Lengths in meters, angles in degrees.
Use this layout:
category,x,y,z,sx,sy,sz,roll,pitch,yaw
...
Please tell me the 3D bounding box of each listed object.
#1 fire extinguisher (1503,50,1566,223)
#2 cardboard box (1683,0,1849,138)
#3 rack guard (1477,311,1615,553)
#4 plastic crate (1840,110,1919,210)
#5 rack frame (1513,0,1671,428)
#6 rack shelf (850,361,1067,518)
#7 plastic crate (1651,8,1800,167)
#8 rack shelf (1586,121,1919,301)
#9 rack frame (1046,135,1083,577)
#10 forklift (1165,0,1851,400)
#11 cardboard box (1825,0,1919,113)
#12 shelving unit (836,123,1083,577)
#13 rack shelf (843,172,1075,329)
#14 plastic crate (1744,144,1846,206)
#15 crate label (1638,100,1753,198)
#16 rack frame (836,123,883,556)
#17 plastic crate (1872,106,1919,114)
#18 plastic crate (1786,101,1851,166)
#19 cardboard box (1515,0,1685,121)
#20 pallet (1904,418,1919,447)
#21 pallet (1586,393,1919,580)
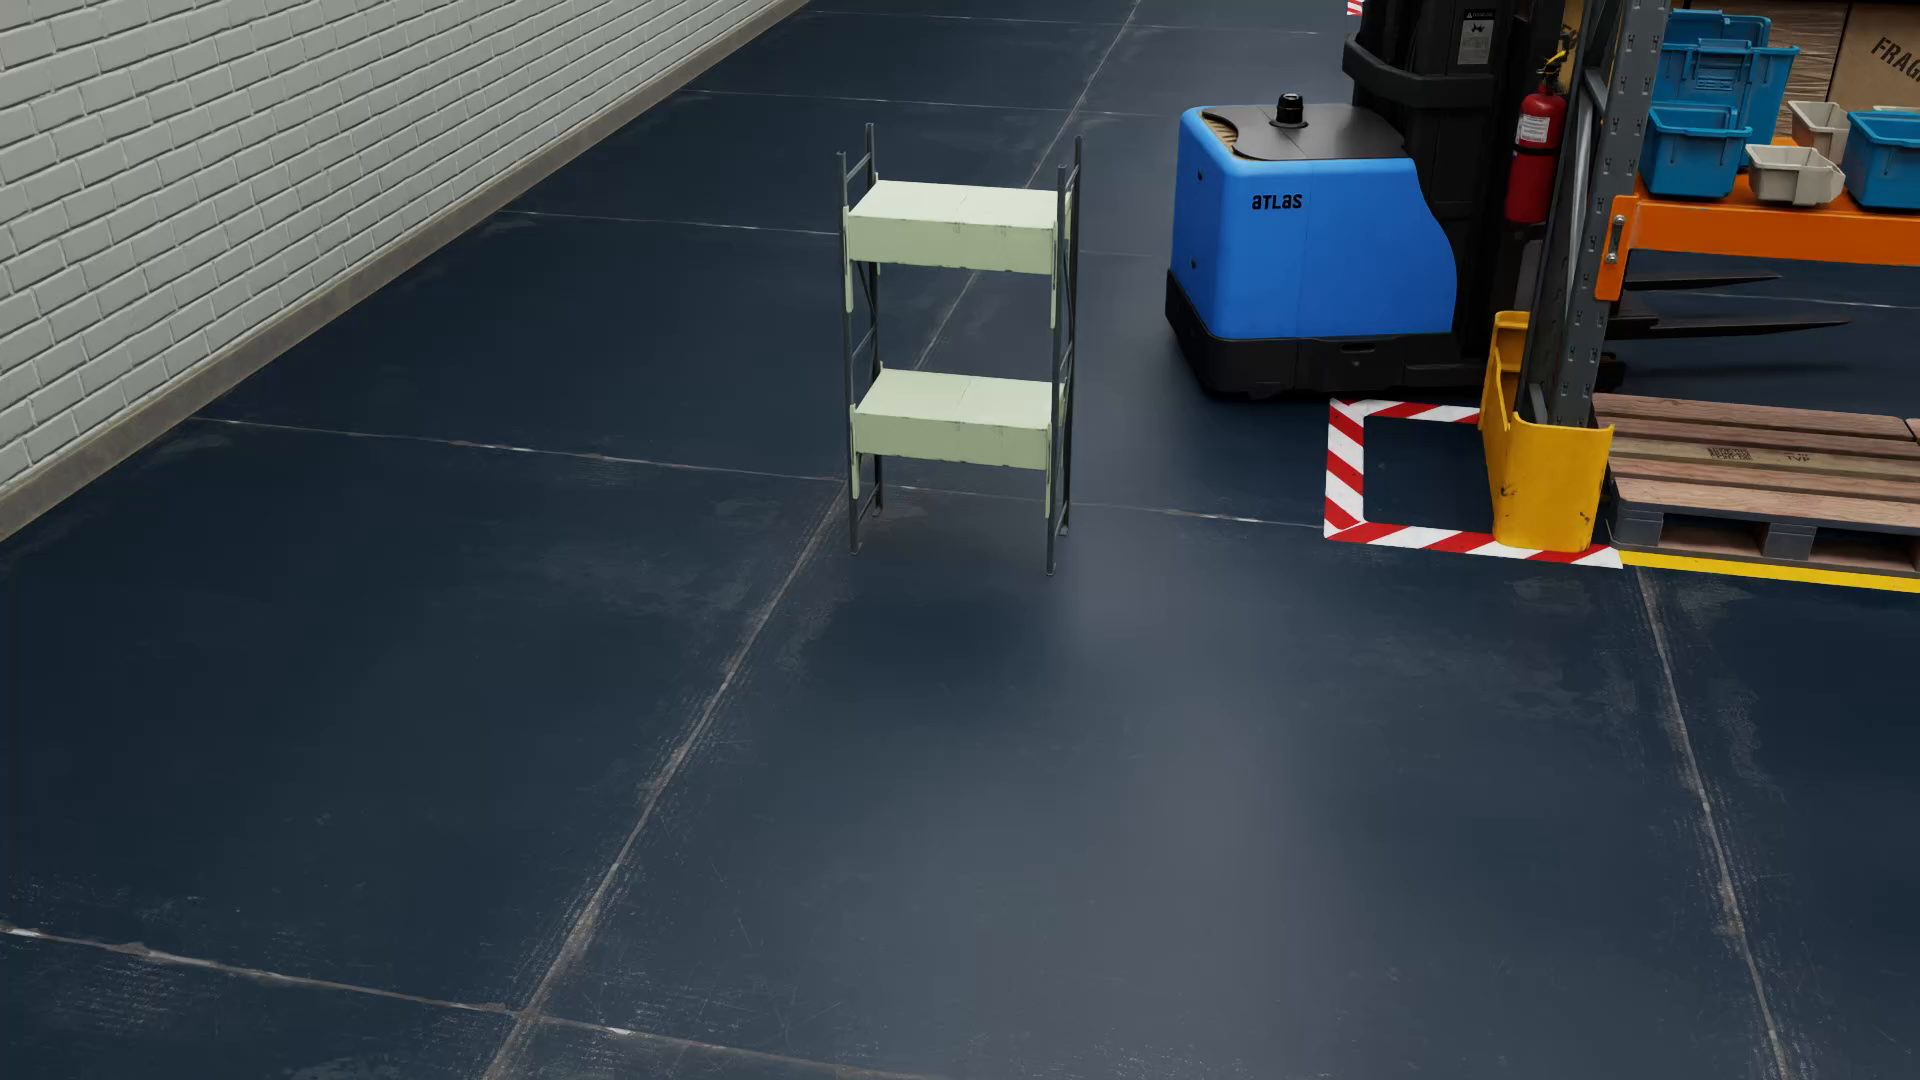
category,x,y,z,sx,sy,sz,roll,pitch,yaw
fire extinguisher,2.261,-1.587,6.493,0.183,0.674,0.296,6,29,11
cardboard box,4.881,-3.016,10.411,0.875,0.875,0.875,6,29,11
rack guard,2.288,-0.455,6.561,0.348,0.500,1.175,6,29,11
plastic crate,3.130,-1.263,5.545,0.300,0.233,0.416,6,29,11
rack frame,2.314,-1.556,5.968,0.127,3.000,1.000,6,29,11
rack shelf,0.007,-0.371,6.045,0.720,0.370,0.431,6,29,11
plastic crate,2.680,-1.652,6.044,0.499,0.435,0.616,6,29,11
rack shelf,4.270,-1.040,5.774,4.000,0.370,1.077,6,29,11
rack frame,0.364,-0.620,5.822,0.023,1.500,0.400,6,29,11
forklift,2.548,-2.184,7.187,3.031,2.935,1.130,-3,29,-5
cardboard box,5.751,-2.927,10.248,0.875,0.875,0.875,6,29,11
shelving unit,0.007,-0.657,5.889,0.755,1.500,0.431,6,29,11
rack shelf,0.007,-1.000,5.701,0.720,0.370,0.431,6,29,11
plastic crate,2.783,-1.216,5.559,0.298,0.136,0.250,6,29,11
crate label,2.486,-1.329,5.666,0.303,0.233,0.416,6,29,11
rack frame,-0.351,-0.694,5.956,0.023,1.500,0.400,6,29,11
plastic crate,3.429,-1.434,5.957,0.243,0.136,0.396,6,29,11
plastic crate,3.149,-1.470,6.023,0.243,0.136,0.396,6,29,11
cardboard box,3.991,-3.107,10.577,0.875,0.875,0.875,6,29,11
pallet,4.302,-0.108,6.228,1.213,0.211,1.003,6,29,11
pallet,3.112,-0.232,6.453,1.213,0.211,1.003,6,29,11
